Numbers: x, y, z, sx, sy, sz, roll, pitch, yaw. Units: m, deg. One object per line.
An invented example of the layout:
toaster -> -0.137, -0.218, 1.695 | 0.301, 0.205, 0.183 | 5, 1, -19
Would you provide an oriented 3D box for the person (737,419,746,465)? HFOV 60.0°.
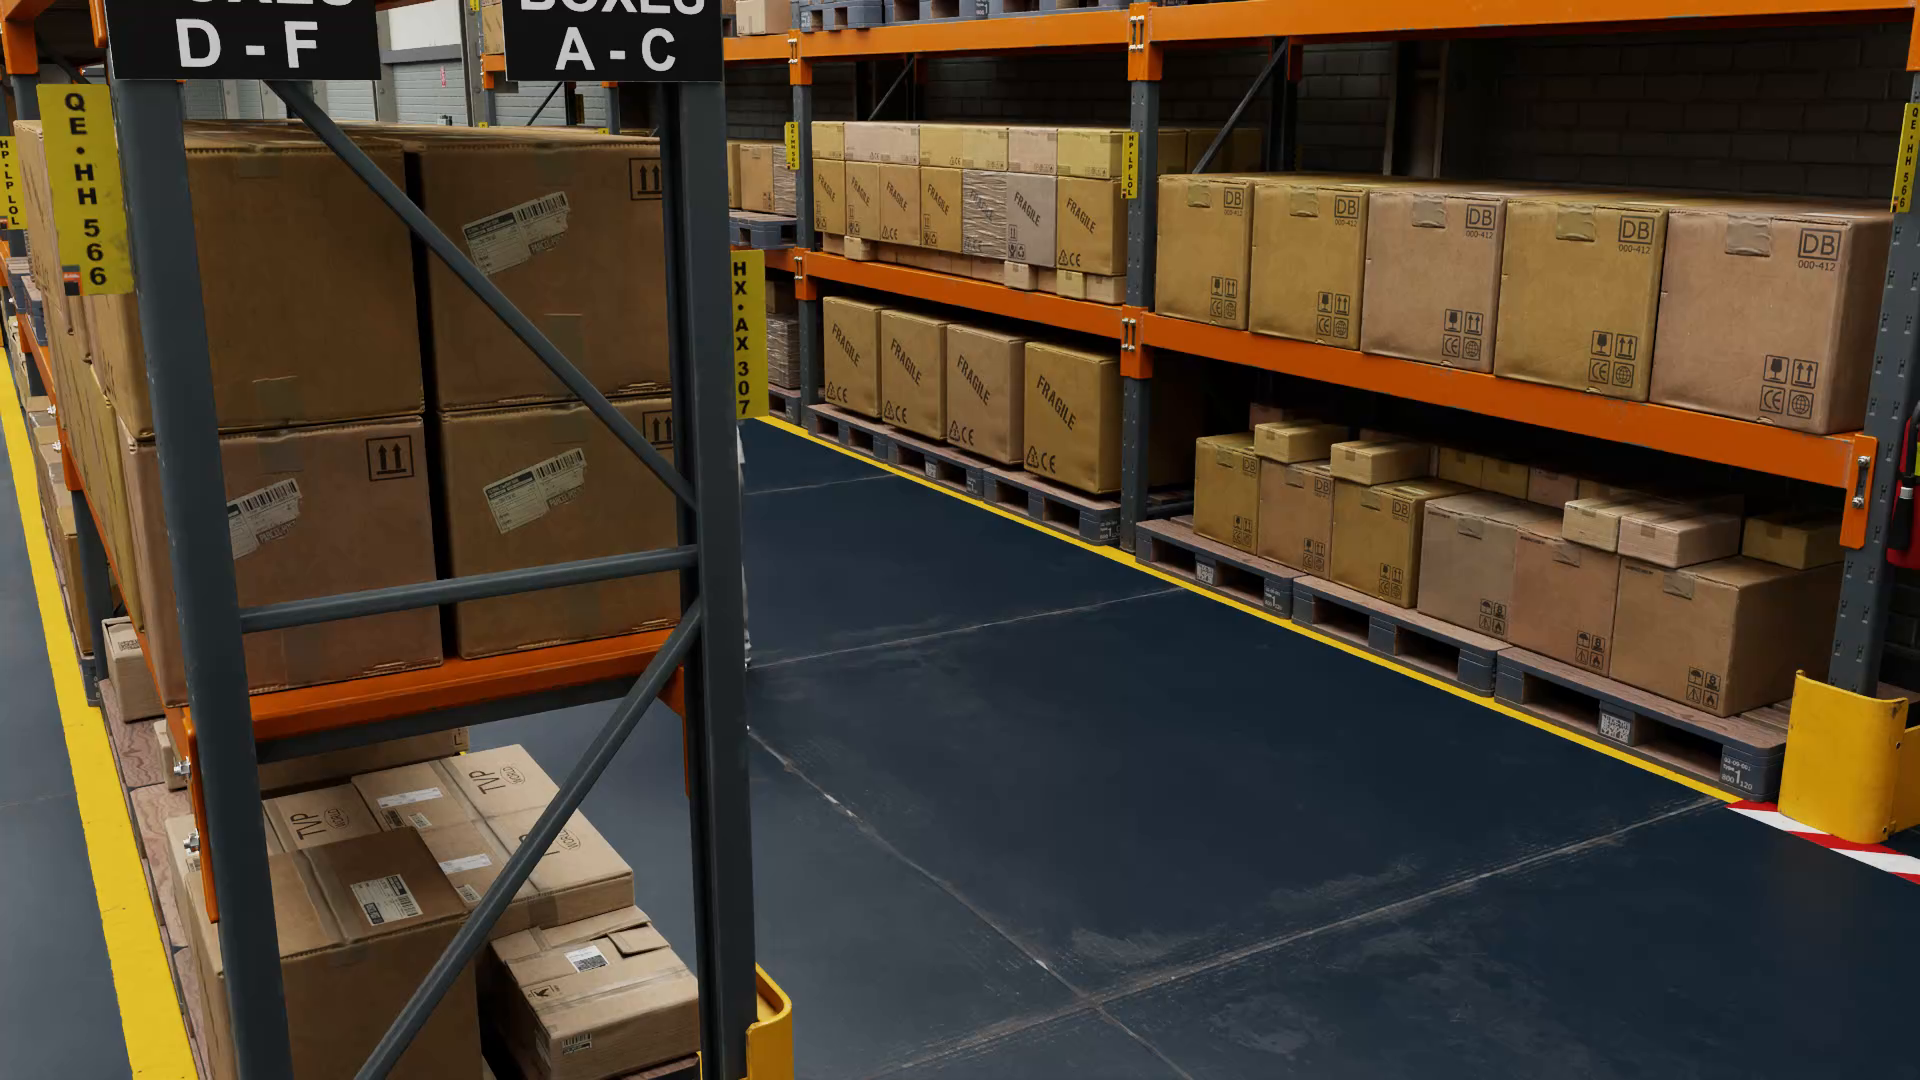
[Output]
person -> -1.109, -0.579, 6.928 | 0.459, 0.548, 0.412 | -8, 17, -29
